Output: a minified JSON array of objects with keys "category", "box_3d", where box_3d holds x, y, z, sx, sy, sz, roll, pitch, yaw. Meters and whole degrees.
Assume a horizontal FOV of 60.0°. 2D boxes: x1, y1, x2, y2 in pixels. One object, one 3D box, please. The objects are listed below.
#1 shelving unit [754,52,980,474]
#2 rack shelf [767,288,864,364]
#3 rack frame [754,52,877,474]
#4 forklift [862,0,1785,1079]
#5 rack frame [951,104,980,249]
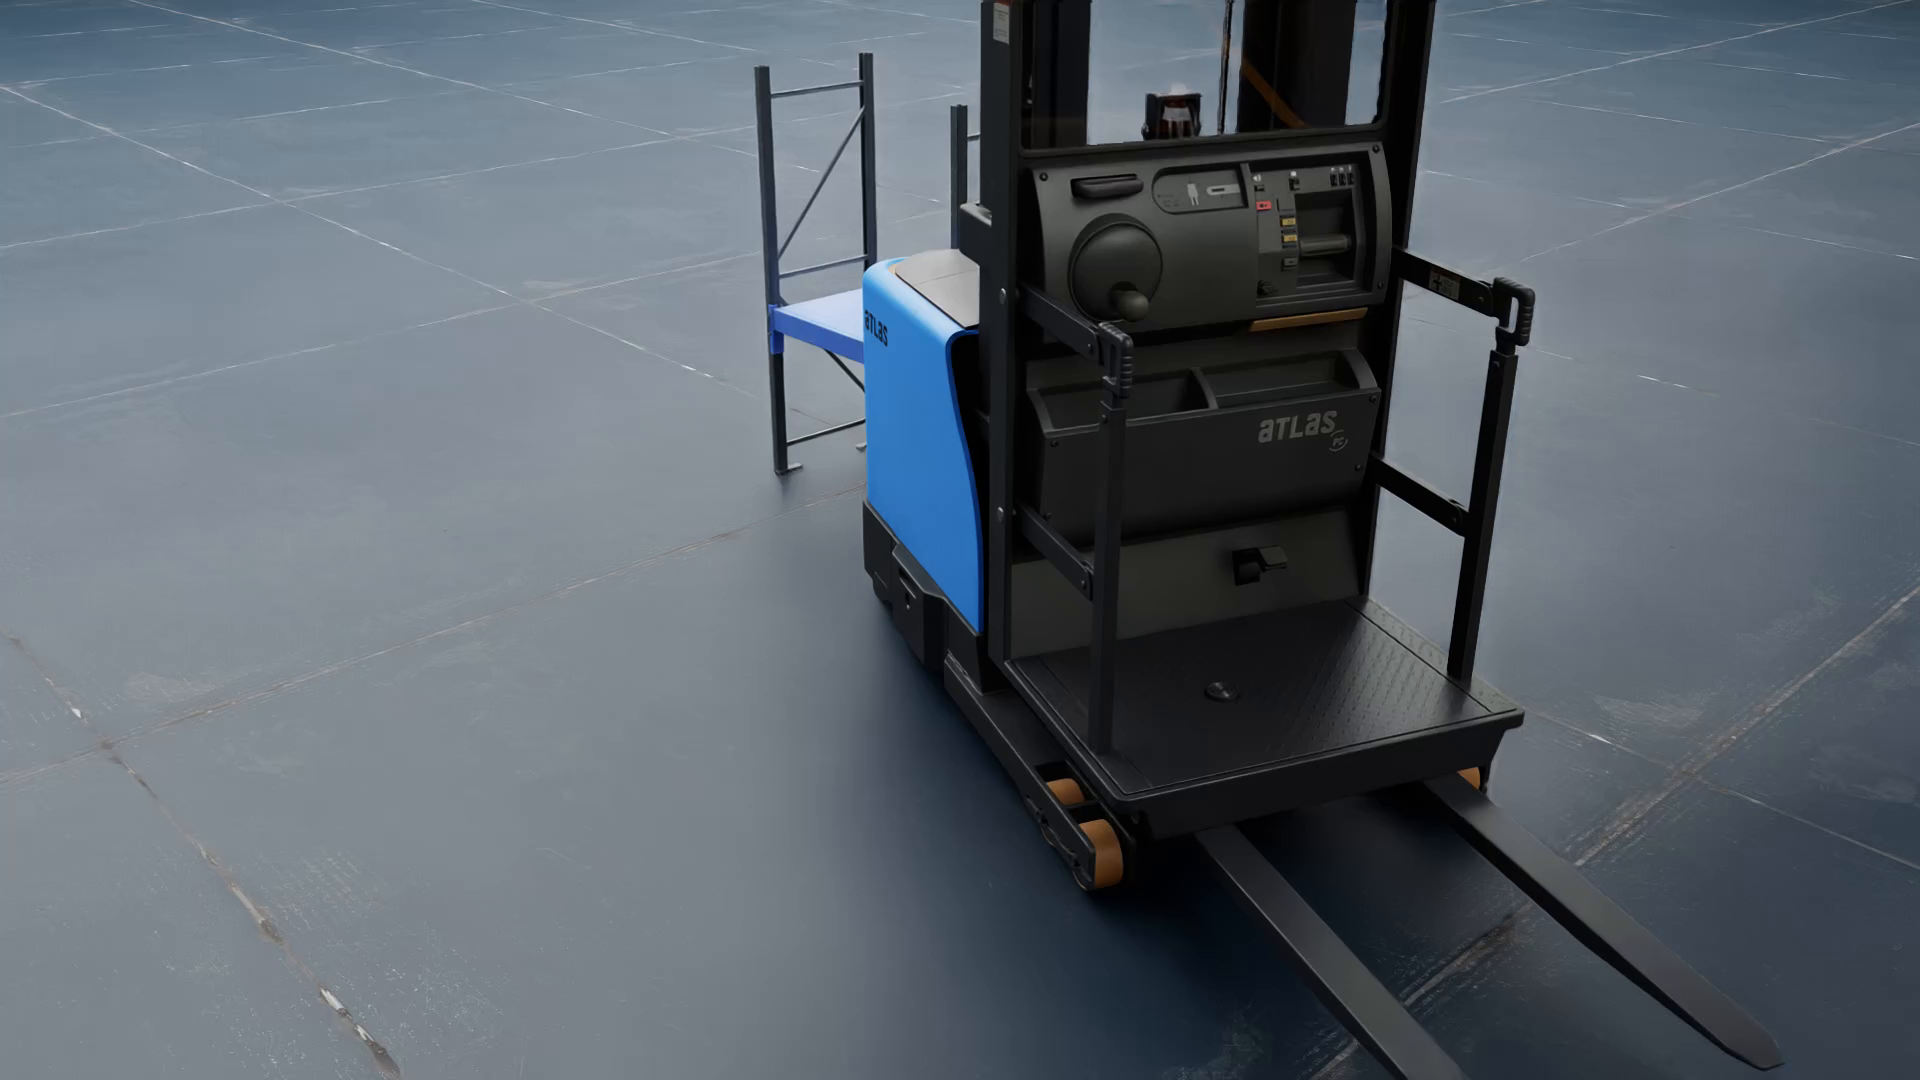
[{"category":"shelving unit","box_3d":[-0.171,-0.847,5.800,0.538,1.500,1.048,-20,31,-37]},{"category":"rack shelf","box_3d":[-0.171,-0.684,5.875,0.538,0.185,1.000,-20,31,-37]},{"category":"rack frame","box_3d":[-0.509,-1.005,6.146,0.500,1.500,0.032,-20,31,-37]},{"category":"forklift","box_3d":[0.687,-0.700,3.753,1.130,2.935,3.031,-9,26,-19]},{"category":"rack frame","box_3d":[0.168,-0.690,5.455,0.500,1.500,0.032,-20,31,-37]}]
